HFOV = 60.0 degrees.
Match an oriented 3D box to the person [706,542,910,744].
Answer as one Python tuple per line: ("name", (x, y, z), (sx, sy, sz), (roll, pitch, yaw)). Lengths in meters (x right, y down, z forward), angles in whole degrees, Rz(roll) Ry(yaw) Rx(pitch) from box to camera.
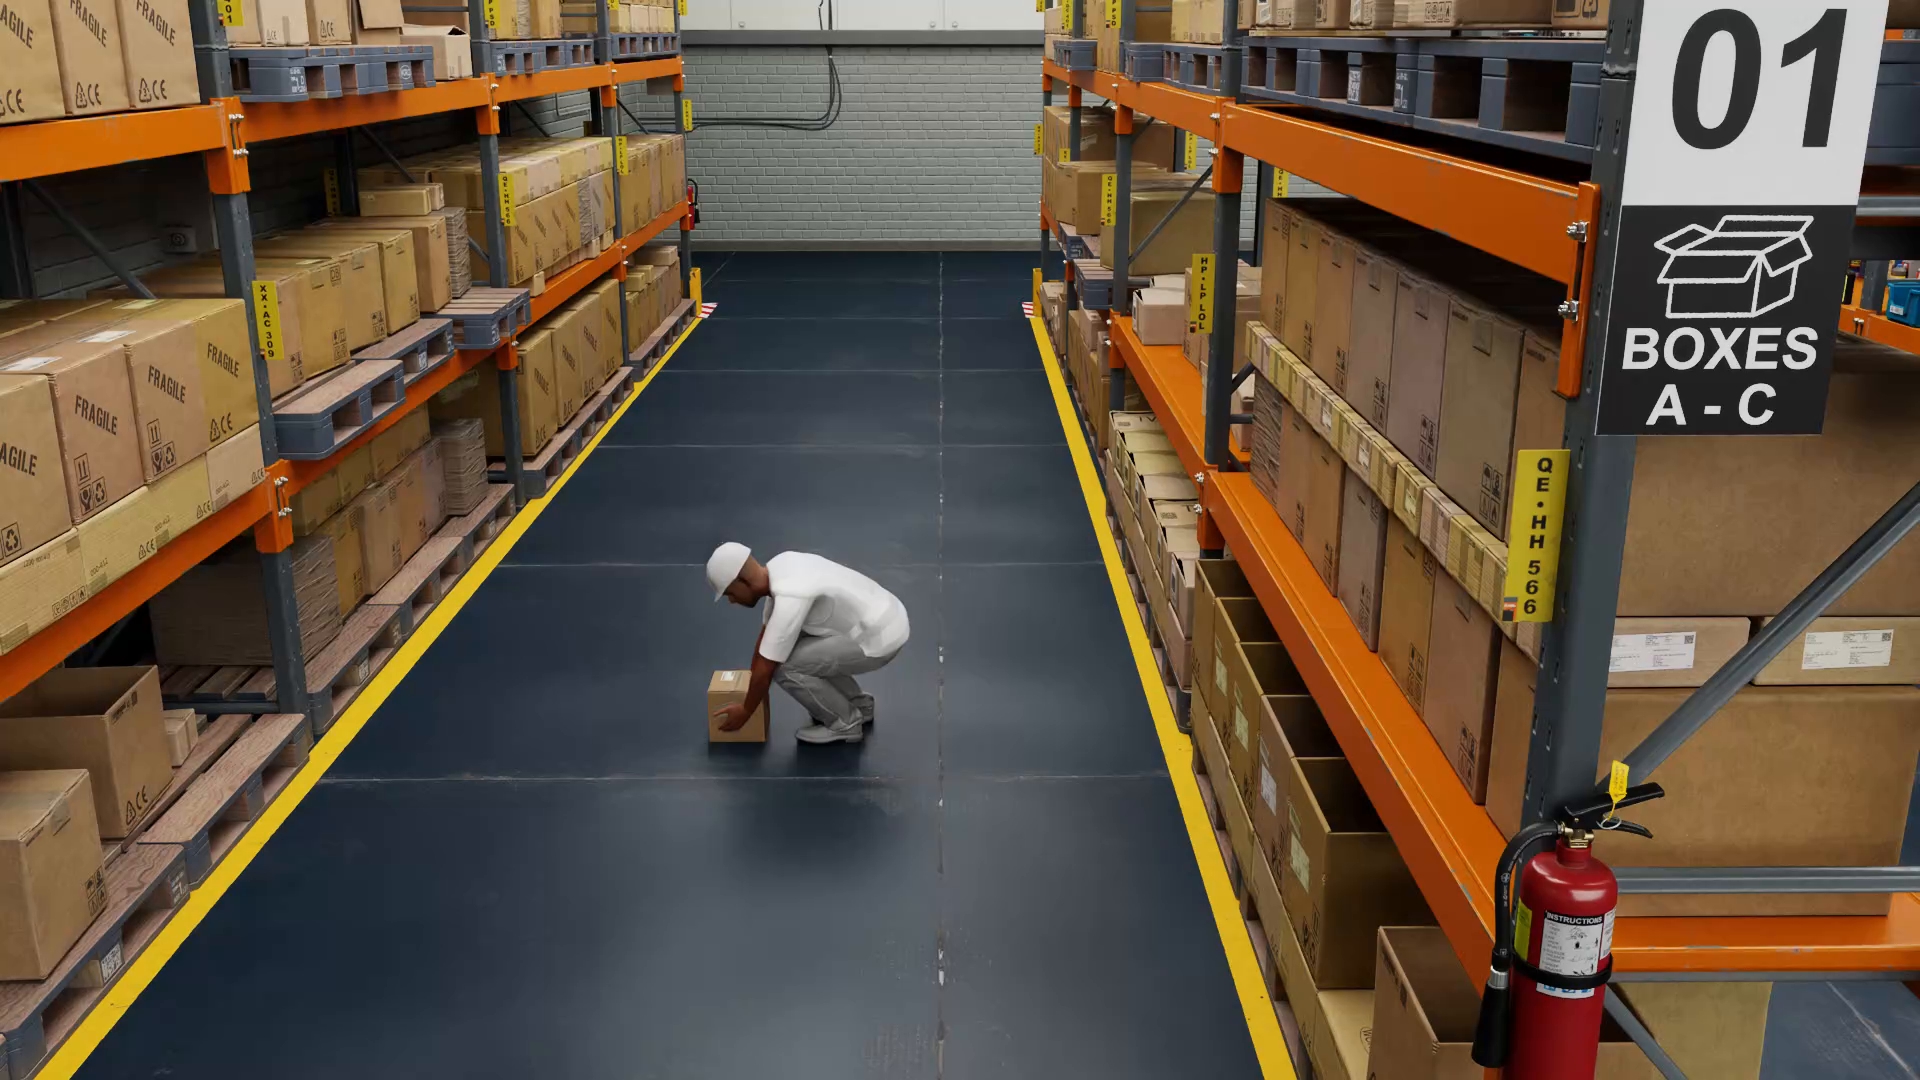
("person", (-0.674, 0.448, 7.486), (0.896, 0.927, 0.570), (0, 17, -1))
